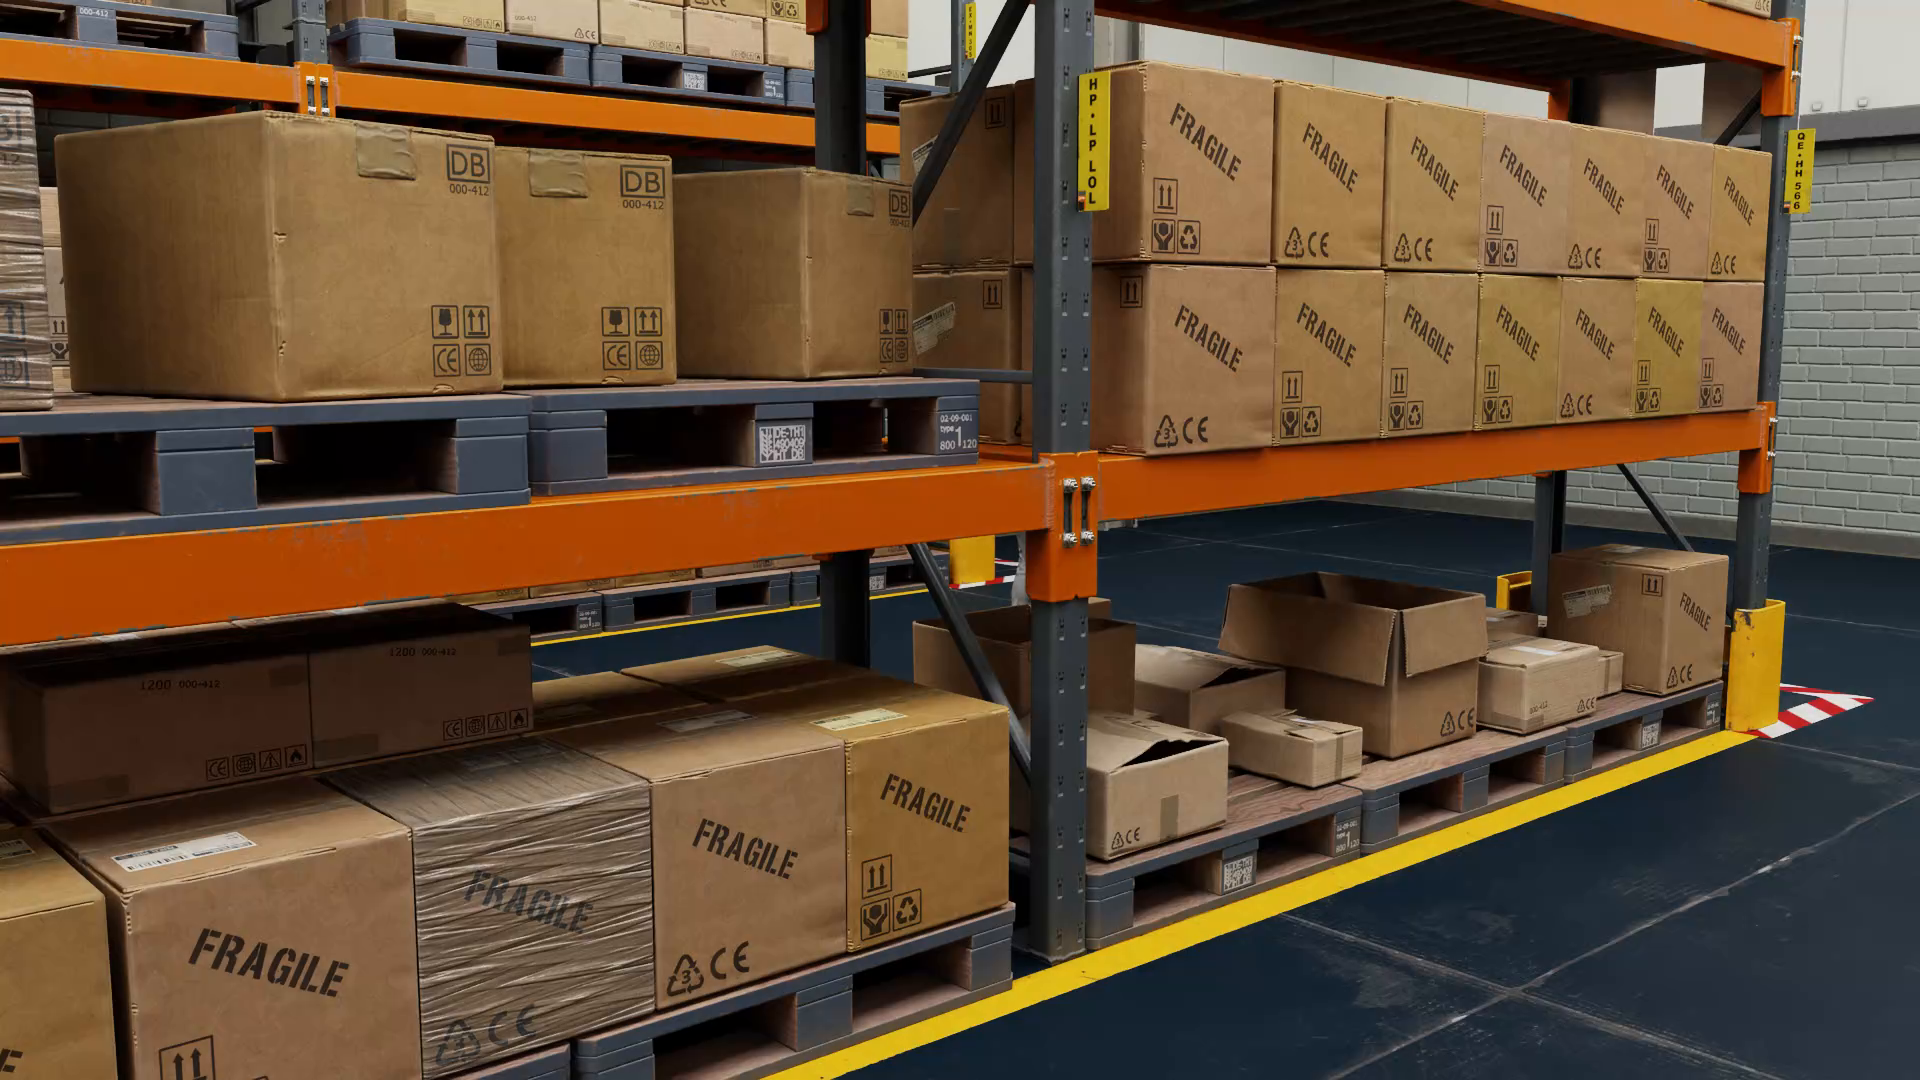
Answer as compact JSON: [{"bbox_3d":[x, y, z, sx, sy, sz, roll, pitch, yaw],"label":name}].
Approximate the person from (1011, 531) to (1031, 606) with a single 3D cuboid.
[{"bbox_3d":[0.419,-0.253,8.196,0.377,1.663,0.531,-7,10,-41],"label":"person"}]
